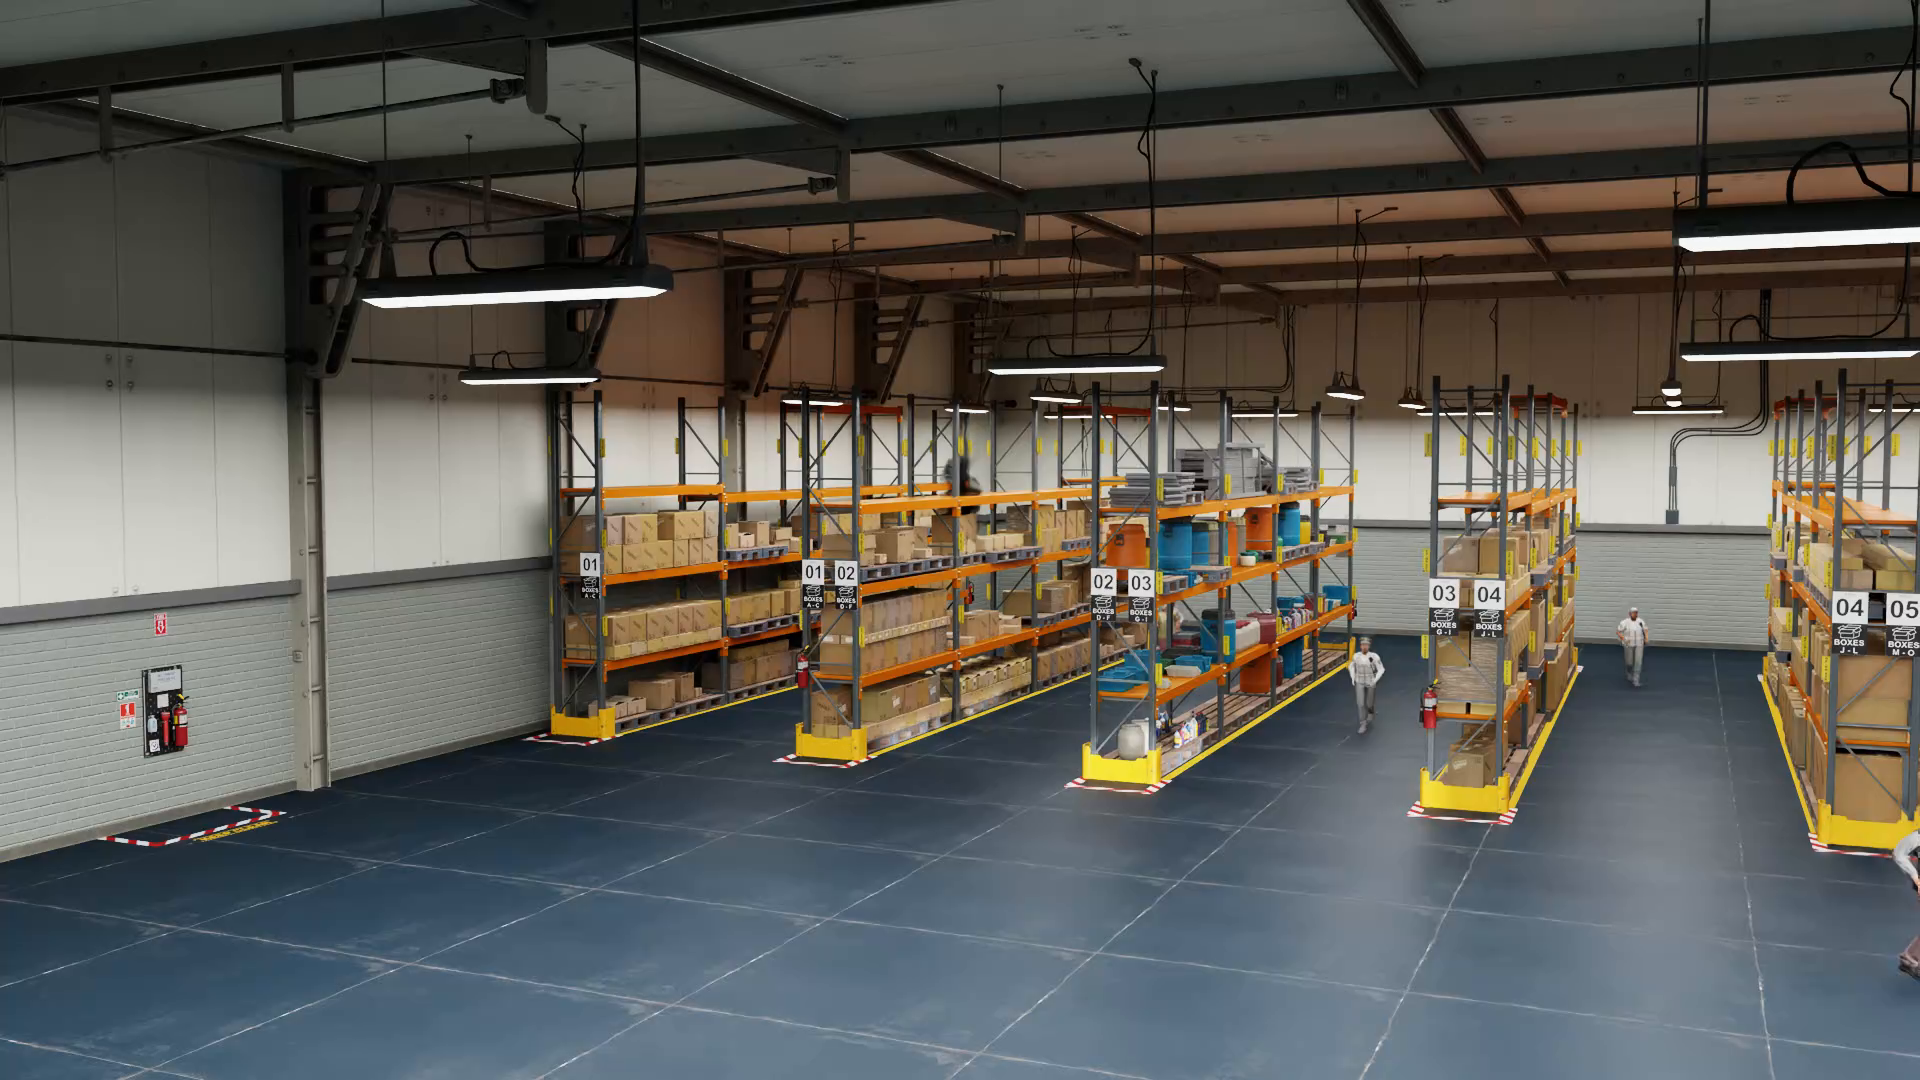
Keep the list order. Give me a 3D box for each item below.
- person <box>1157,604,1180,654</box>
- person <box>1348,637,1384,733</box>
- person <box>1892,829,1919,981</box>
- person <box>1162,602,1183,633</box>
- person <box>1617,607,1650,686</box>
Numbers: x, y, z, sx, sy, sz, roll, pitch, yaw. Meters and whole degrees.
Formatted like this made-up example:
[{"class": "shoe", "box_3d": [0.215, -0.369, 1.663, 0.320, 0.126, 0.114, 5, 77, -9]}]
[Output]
[{"class": "person", "box_3d": [4.476, 2.145, 36.177, 0.574, 1.675, 0.950, 1, 3, 10]}, {"class": "person", "box_3d": [7.206, 2.548, 29.519, 0.637, 1.681, 0.743, 1, 3, 19]}, {"class": "person", "box_3d": [8.975, 3.299, 15.270, 0.639, 1.780, 0.731, -2, 4, -32]}, {"class": "person", "box_3d": [4.748, 2.130, 37.491, 0.522, 1.645, 0.751, 1, 3, 19]}, {"class": "person", "box_3d": [14.289, 2.264, 35.281, 0.656, 1.653, 0.656, 1, 3, 10]}]
